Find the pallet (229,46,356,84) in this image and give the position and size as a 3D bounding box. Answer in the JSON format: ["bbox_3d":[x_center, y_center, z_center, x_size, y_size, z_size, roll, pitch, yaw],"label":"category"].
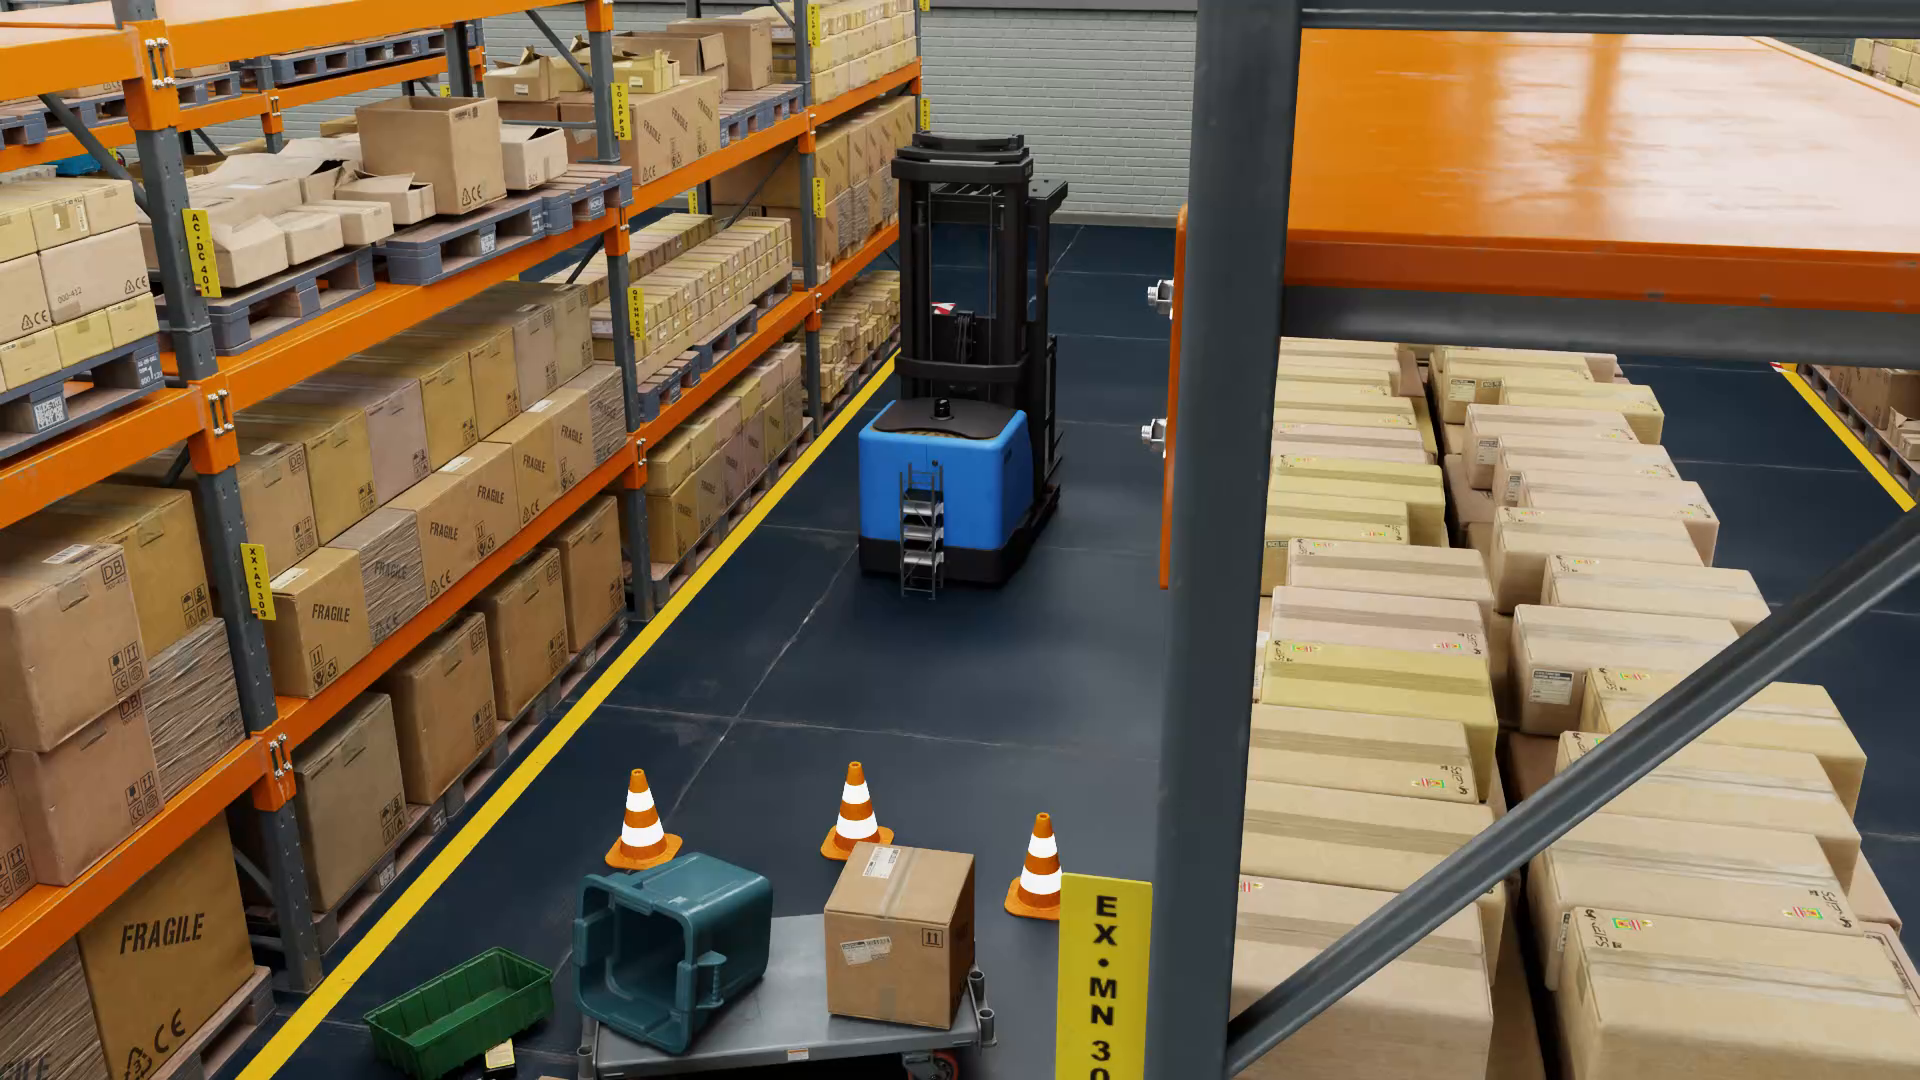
[{"bbox_3d":[-6.378,-4.425,15.428,1.003,0.211,1.213,4,22,11],"label":"pallet"}]

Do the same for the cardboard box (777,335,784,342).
[{"bbox_3d":[-1.845,-1.847,15.383,0.380,0.149,0.250,4,22,10],"label":"cardboard box"}]

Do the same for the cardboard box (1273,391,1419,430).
[{"bbox_3d":[0.962,-0.267,4.256,0.380,0.149,0.250,4,22,9],"label":"cardboard box"}]

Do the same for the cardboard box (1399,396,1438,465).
[{"bbox_3d":[1.060,-0.225,4.685,0.500,0.250,0.500,4,22,10],"label":"cardboard box"}]

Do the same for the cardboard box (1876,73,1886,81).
[{"bbox_3d":[8.282,-4.009,14.613,0.380,0.149,0.250,5,22,12],"label":"cardboard box"}]

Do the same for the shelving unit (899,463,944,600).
[{"bbox_3d":[-0.259,-0.057,11.290,0.258,0.900,0.210,6,23,14],"label":"shelving unit"}]

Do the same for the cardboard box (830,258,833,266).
[{"bbox_3d":[-1.359,-2.525,14.943,0.380,0.149,0.250,3,22,9],"label":"cardboard box"}]

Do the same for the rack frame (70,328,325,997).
[{"bbox_3d":[-3.352,0.565,6.936,1.000,3.000,0.127,4,22,11],"label":"rack frame"}]

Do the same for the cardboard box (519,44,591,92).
[{"bbox_3d":[-2.618,-3.047,10.731,0.396,0.266,0.258,4,22,11],"label":"cardboard box"}]

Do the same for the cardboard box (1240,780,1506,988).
[{"bbox_3d":[0.568,0.486,2.386,0.380,0.149,0.250,5,22,12],"label":"cardboard box"}]

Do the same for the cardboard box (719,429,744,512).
[{"bbox_3d":[-1.943,-0.545,12.475,0.500,0.500,0.500,4,22,10],"label":"cardboard box"}]

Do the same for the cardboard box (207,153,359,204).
[{"bbox_3d":[-3.210,-1.684,7.928,0.500,0.311,0.500,4,22,9],"label":"cardboard box"}]

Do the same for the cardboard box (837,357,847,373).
[{"bbox_3d":[-1.274,-1.631,15.642,0.380,0.149,0.250,4,22,10],"label":"cardboard box"}]

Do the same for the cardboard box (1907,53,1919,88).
[{"bbox_3d":[8.182,-3.860,13.710,0.500,0.250,0.500,4,22,10],"label":"cardboard box"}]

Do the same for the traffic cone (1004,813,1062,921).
[{"bbox_3d":[0.397,1.522,7.956,0.336,0.463,0.334,4,22,11],"label":"traffic cone"}]

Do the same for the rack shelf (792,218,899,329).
[{"bbox_3d":[-1.312,-2.759,16.151,1.077,0.370,4.000,4,22,11],"label":"rack shelf"}]

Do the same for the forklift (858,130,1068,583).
[{"bbox_3d":[0.162,-1.587,12.370,1.130,2.935,3.031,6,23,14],"label":"forklift"}]

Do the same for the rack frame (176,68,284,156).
[{"bbox_3d":[-6.555,-2.776,15.231,1.000,3.000,0.127,4,22,11],"label":"rack frame"}]

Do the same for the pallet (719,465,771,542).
[{"bbox_3d":[-2.124,-0.335,12.903,1.003,0.211,1.213,4,22,11],"label":"pallet"}]

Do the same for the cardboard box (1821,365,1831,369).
[{"bbox_3d":[8.605,-1.927,15.902,0.797,0.503,0.637,4,22,9],"label":"cardboard box"}]

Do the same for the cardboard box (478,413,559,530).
[{"bbox_3d":[-2.570,-0.394,9.183,0.500,0.500,0.500,4,22,10],"label":"cardboard box"}]

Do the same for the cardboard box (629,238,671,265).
[{"bbox_3d":[-2.461,-2.225,12.842,0.380,0.149,0.250,4,22,10],"label":"cardboard box"}]

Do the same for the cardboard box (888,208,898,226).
[{"bbox_3d":[-0.847,-3.290,16.845,0.380,0.149,0.250,5,22,12],"label":"cardboard box"}]

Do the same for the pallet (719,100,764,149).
[{"bbox_3d":[-2.159,-3.068,12.192,1.213,0.211,1.003,4,22,11],"label":"pallet"}]

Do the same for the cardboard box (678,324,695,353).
[{"bbox_3d":[-2.084,-1.420,11.639,0.380,0.149,0.250,5,23,13],"label":"cardboard box"}]

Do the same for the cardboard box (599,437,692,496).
[{"bbox_3d":[-2.158,-0.515,11.397,0.500,0.250,0.500,3,22,8],"label":"cardboard box"}]

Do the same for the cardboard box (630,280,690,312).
[{"bbox_3d":[-2.091,-1.691,11.515,0.380,0.149,0.250,4,22,9],"label":"cardboard box"}]

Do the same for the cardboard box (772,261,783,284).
[{"bbox_3d":[-1.659,-2.184,13.535,0.380,0.149,0.250,5,22,11],"label":"cardboard box"}]

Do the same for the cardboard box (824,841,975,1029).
[{"bbox_3d":[-0.235,1.589,6.726,0.500,0.500,0.500,4,22,11],"label":"cardboard box"}]

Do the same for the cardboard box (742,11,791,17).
[{"bbox_3d":[-1.719,-4.617,14.784,0.380,0.149,0.250,4,22,9],"label":"cardboard box"}]

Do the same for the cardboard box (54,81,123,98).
[{"bbox_3d":[-6.975,-3.696,12.800,0.797,0.503,0.637,4,22,10],"label":"cardboard box"}]

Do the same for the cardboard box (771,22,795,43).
[{"bbox_3d":[-1.423,-4.188,13.719,0.380,0.149,0.250,4,22,10],"label":"cardboard box"}]

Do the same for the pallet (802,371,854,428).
[{"bbox_3d":[-1.618,-1.316,15.338,1.003,0.211,1.213,4,22,11],"label":"pallet"}]

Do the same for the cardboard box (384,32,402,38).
[{"bbox_3d":[-6.083,-5.334,16.738,0.700,0.500,0.500,3,22,7],"label":"cardboard box"}]

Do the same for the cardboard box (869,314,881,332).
[{"bbox_3d":[-1.000,-2.146,16.524,0.380,0.149,0.250,6,23,14],"label":"cardboard box"}]

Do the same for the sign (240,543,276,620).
[{"bbox_3d":[-2.809,0.168,6.656,0.100,0.325,0.005,4,22,11],"label":"sign"}]

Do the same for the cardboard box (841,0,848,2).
[{"bbox_3d":[-1.262,-5.370,16.654,0.380,0.149,0.250,5,23,13],"label":"cardboard box"}]

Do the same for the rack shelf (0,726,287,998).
[{"bbox_3d":[-3.760,1.630,5.254,1.077,0.370,4.000,4,22,11],"label":"rack shelf"}]

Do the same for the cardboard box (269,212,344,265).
[{"bbox_3d":[-2.898,-1.312,7.220,0.250,0.149,0.380,4,22,11],"label":"cardboard box"}]

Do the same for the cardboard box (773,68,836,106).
[{"bbox_3d":[-1.367,-3.832,14.039,0.500,0.250,0.500,6,23,14],"label":"cardboard box"}]

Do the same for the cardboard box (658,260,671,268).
[{"bbox_3d":[-2.459,-2.085,12.891,0.380,0.149,0.250,5,23,13],"label":"cardboard box"}]

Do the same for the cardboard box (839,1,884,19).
[{"bbox_3d":[-0.940,-5.049,15.857,0.380,0.149,0.250,4,22,10],"label":"cardboard box"}]

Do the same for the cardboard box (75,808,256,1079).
[{"bbox_3d":[-3.549,1.580,6.696,0.875,0.875,0.875,5,22,12],"label":"cardboard box"}]

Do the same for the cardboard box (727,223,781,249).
[{"bbox_3d":[-1.665,-2.455,13.412,0.380,0.149,0.250,4,22,9],"label":"cardboard box"}]

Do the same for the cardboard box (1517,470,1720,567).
[{"bbox_3d":[1.440,-0.033,3.673,0.380,0.149,0.250,5,22,12],"label":"cardboard box"}]

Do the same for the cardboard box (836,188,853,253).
[{"bbox_3d":[-1.278,-2.889,14.979,0.500,0.500,0.500,4,22,11],"label":"cardboard box"}]

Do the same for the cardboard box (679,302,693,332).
[{"bbox_3d":[-2.085,-1.565,11.601,0.380,0.149,0.250,5,22,11],"label":"cardboard box"}]

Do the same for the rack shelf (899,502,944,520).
[{"bbox_3d":[-0.259,-0.193,11.235,0.258,0.077,0.200,6,23,14],"label":"rack shelf"}]

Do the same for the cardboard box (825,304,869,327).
[{"bbox_3d":[-1.103,-2.189,16.231,0.380,0.149,0.250,5,22,11],"label":"cardboard box"}]

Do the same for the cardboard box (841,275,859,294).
[{"bbox_3d":[-1.282,-2.696,17.491,0.380,0.149,0.250,5,22,12],"label":"cardboard box"}]

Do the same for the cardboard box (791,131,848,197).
[{"bbox_3d":[-1.298,-3.346,14.777,0.500,0.500,0.500,4,22,9],"label":"cardboard box"}]

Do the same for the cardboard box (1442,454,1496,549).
[{"bbox_3d":[1.467,-0.002,4.132,0.500,0.250,0.500,4,22,10],"label":"cardboard box"}]

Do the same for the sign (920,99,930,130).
[{"bbox_3d":[-0.365,-4.458,17.434,0.100,0.325,0.005,4,22,11],"label":"sign"}]

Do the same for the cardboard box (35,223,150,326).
[{"bbox_3d":[-3.201,-0.937,5.755,0.500,0.250,0.500,4,22,10],"label":"cardboard box"}]

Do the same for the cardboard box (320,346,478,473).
[{"bbox_3d":[-2.946,-0.685,8.567,0.700,0.500,0.500,4,22,10],"label":"cardboard box"}]

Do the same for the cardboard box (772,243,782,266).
[{"bbox_3d":[-1.660,-2.320,13.475,0.380,0.149,0.250,5,22,11],"label":"cardboard box"}]

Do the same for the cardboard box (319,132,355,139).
[{"bbox_3d":[-5.997,-3.718,16.369,0.500,0.500,0.500,4,22,9],"label":"cardboard box"}]
